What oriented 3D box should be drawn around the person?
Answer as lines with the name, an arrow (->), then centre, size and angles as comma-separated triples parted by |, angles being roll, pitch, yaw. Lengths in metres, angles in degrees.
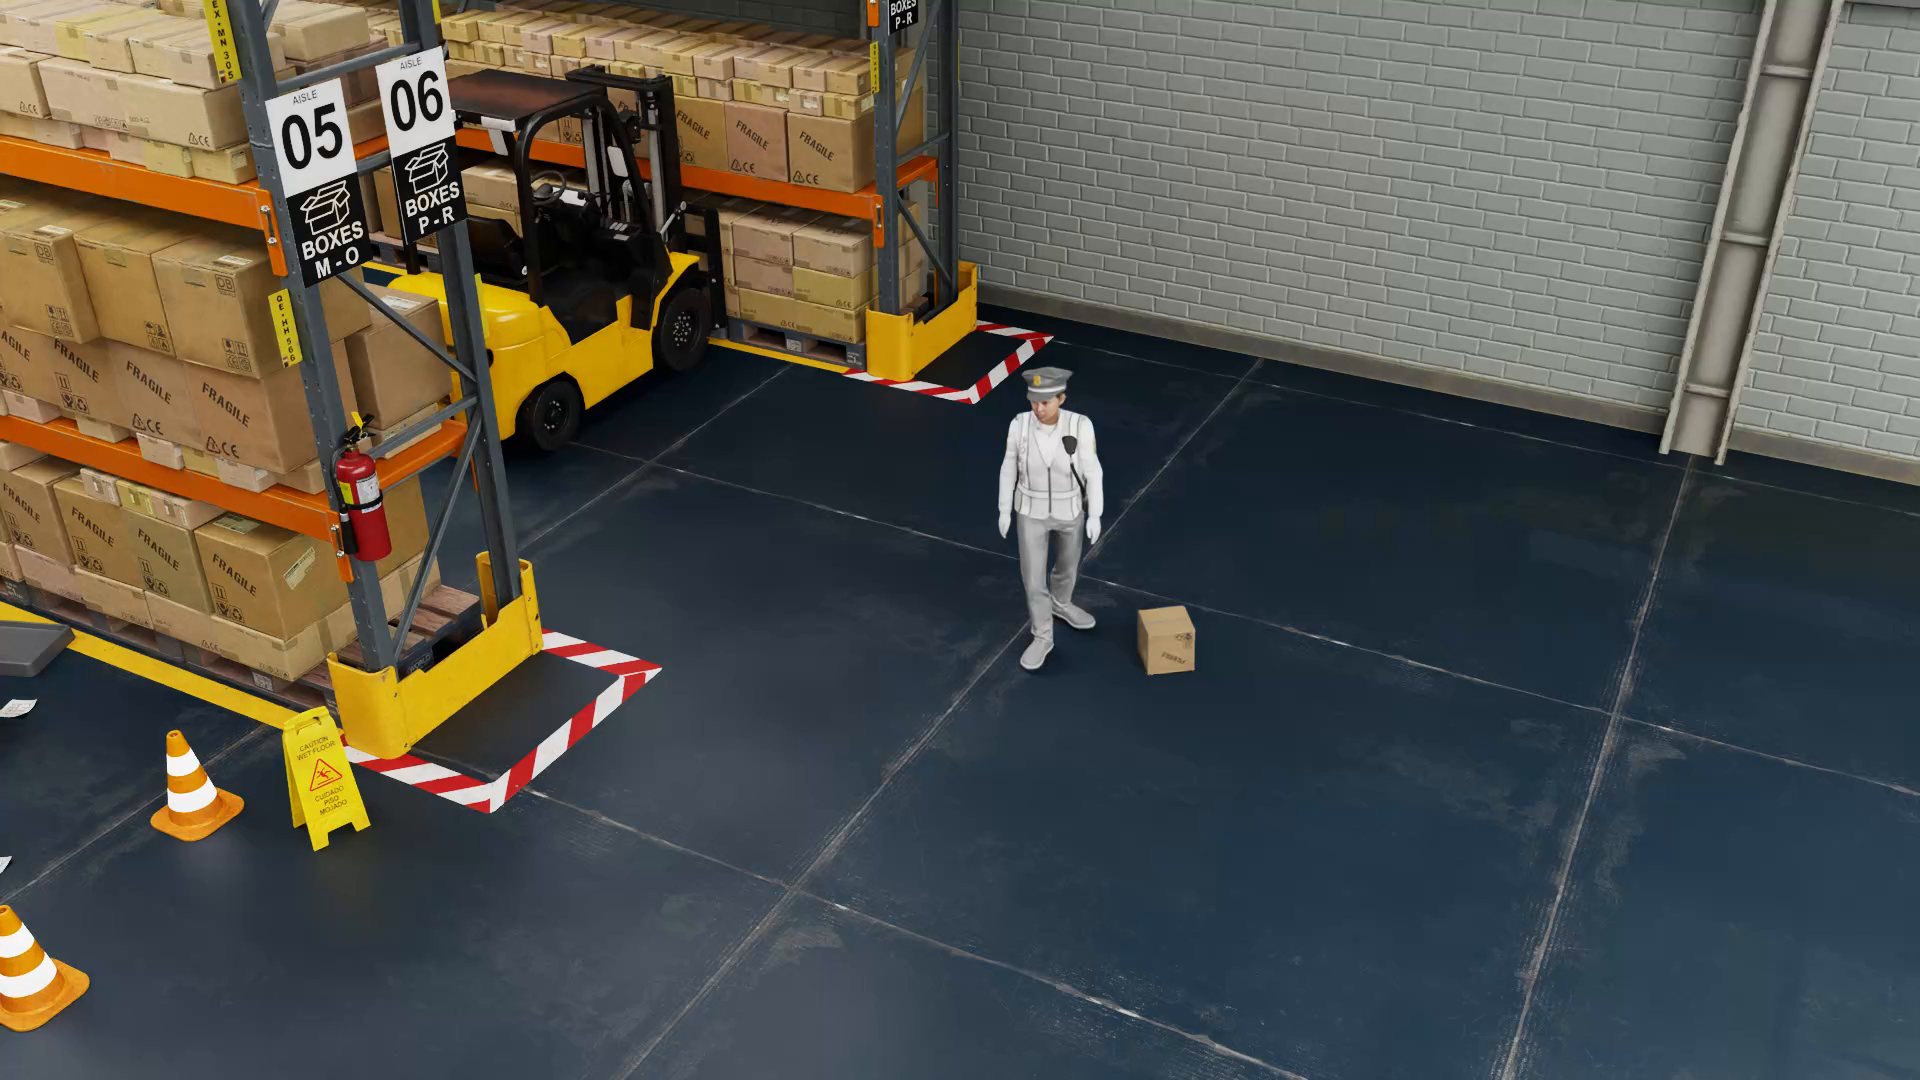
person -> 0.467, -0.169, 8.566 | 0.536, 1.667, 0.569 | 2, 30, 3
